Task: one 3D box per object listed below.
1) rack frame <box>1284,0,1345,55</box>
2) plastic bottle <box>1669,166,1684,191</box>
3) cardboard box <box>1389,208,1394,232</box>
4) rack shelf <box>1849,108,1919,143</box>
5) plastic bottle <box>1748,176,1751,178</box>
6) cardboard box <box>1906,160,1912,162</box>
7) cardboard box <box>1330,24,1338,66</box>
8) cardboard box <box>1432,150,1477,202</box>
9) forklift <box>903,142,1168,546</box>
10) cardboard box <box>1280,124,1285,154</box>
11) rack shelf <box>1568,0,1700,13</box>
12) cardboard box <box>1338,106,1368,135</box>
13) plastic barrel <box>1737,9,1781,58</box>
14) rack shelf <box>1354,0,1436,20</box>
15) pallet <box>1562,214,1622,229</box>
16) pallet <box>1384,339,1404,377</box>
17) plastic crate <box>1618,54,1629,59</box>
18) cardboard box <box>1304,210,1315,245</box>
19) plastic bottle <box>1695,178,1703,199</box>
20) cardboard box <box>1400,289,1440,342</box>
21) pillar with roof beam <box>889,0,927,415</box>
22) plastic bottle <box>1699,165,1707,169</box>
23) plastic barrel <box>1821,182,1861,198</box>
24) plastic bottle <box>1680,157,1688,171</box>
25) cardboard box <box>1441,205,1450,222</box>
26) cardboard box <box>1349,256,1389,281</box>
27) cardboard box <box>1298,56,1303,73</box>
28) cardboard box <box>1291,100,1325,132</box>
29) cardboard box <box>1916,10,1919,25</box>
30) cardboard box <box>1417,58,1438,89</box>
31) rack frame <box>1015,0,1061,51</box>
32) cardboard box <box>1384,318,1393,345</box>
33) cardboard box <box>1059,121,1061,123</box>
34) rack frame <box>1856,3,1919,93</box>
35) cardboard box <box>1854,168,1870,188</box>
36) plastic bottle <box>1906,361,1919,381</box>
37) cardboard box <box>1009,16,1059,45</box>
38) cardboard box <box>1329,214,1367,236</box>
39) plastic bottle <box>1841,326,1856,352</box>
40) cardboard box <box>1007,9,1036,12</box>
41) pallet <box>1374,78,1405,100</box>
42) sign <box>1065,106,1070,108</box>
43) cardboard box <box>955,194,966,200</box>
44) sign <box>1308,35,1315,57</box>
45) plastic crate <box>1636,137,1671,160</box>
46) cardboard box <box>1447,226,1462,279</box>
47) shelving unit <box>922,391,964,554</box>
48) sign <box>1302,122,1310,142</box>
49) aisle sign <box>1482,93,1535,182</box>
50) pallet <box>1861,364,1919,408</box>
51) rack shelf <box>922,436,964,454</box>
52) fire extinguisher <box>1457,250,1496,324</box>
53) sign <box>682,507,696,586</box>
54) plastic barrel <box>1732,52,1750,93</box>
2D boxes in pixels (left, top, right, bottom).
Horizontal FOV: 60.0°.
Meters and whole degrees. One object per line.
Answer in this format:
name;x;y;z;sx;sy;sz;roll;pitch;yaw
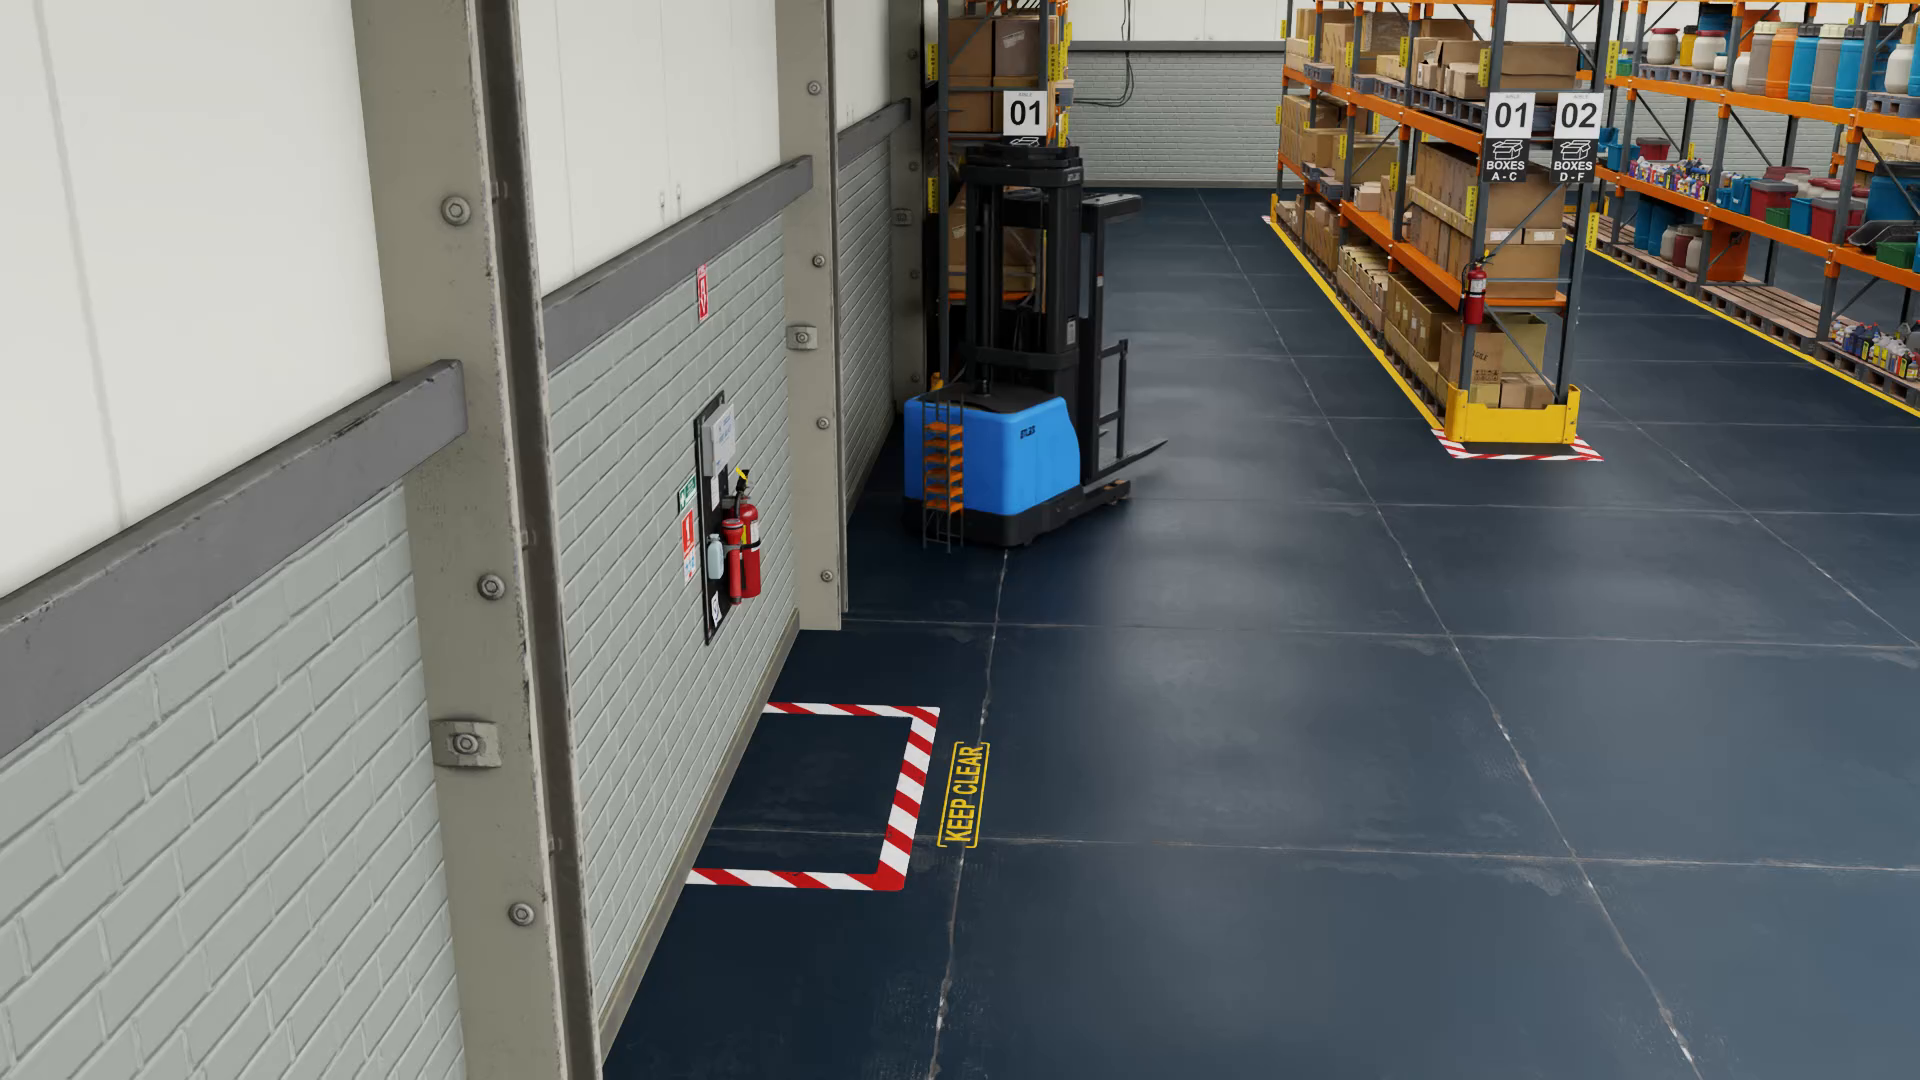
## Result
rack frame;6.391;-10.226;29.680;1.000;3.000;0.127;1;18;4
plastic bottle;10.497;-5.294;24.342;0.144;0.351;0.185;1;18;4
cardboard box;5.411;-3.862;20.107;0.396;0.266;0.258;1;18;3
rack shelf;10.328;-3.999;16.648;1.077;0.370;4.000;1;18;4
plastic bottle;11.200;-5.035;23.659;0.061;0.283;0.133;1;18;4
cardboard box;15.736;-6.133;27.226;0.380;0.149;0.250;2;18;5
cardboard box;5.970;-7.490;25.152;0.600;0.600;0.600;1;18;3
cardboard box;5.434;-3.862;17.648;0.700;0.500;0.500;1;18;4
forklift;0.773;-1.748;13.551;1.130;2.935;3.031;11;21;31
cardboard box;6.097;-7.291;30.196;0.500;0.500;0.500;2;18;5
rack shelf;11.188;-8.961;27.618;1.077;0.370;4.000;1;18;4
cardboard box;6.419;-6.796;27.079;0.500;0.500;0.500;2;18;5
plastic barrel;10.802;-6.784;22.629;0.600;0.830;0.708;1;18;4
rack shelf;5.674;-6.588;20.376;1.077;0.370;4.000;1;18;4
pallet;11.234;-5.683;29.928;1.003;0.211;1.213;1;18;4
pallet;5.432;-2.077;18.923;1.003;0.211;1.213;1;18;4
plastic crate;10.865;-7.951;27.745;0.437;0.282;0.530;1;18;4
cardboard box;5.827;-5.009;26.702;0.500;0.500;0.500;0;18;1
plastic bottle;10.378;-4.930;23.340;0.061;0.283;0.133;1;18;4
cardboard box;5.114;-2.450;18.120;0.500;0.500;0.500;1;18;4
pillar with roof beam;3.784;-5.507;15.278;9.100;9.000;0.400;1;18;4
plastic bottle;11.277;-5.563;25.281;0.152;0.276;0.135;1;18;4
plastic barrel;10.811;-4.121;20.465;0.433;0.535;0.433;0;18;0
plastic bottle;11.162;-5.708;25.606;0.144;0.351;0.185;1;18;4
cardboard box;5.191;-3.367;17.178;0.380;0.149;0.250;1;18;3
cardboard box;5.419;-3.572;21.849;0.500;0.311;0.500;1;18;2
cardboard box;5.948;-7.955;27.806;0.500;0.250;0.500;1;18;4
cardboard box;5.990;-7.290;28.589;0.500;0.500;0.500;1;18;3
cardboard box;16.117;-8.602;27.341;0.500;0.250;0.500;1;18;2
cardboard box;5.193;-4.979;17.728;0.500;0.311;0.500;0;18;1
rack frame;0.877;-7.851;22.431;1.000;3.000;0.127;1;18;4
cardboard box;5.195;-2.404;19.184;0.500;0.250;0.500;1;18;4
cardboard box;1.266;-6.171;25.064;0.500;0.250;0.500;1;18;3
rack frame;10.471;-6.388;17.965;1.000;3.000;0.127;1;18;4
cardboard box;16.306;-6.142;29.589;0.875;0.875;0.875;1;18;4
plastic bottle;9.879;-1.754;17.246;0.097;0.201;0.097;0;18;0
cardboard box;0.795;-5.382;17.916;0.500;0.500;0.500;2;18;7
cardboard box;5.651;-4.582;24.191;0.500;0.250;0.500;2;18;6
plastic bottle;10.015;-2.261;18.674;0.152;0.276;0.135;2;18;6
cardboard box;0.981;-8.422;27.193;0.500;0.500;0.500;1;18;3
pallet;5.781;-5.666;20.884;1.003;0.211;1.213;2;18;6
sign;1.990;-8.131;30.681;0.100;0.325;0.005;1;18;4
cardboard box;0.204;-3.278;17.114;0.500;0.500;0.500;1;18;2
sign;5.563;-7.814;26.305;0.100;0.325;0.005;1;18;4
plastic crate;11.359;-6.352;27.292;0.402;0.464;0.583;1;18;4
cardboard box;5.365;-2.916;16.843;0.700;0.500;0.500;1;18;4
shelving unit;-0.130;-0.509;12.548;0.258;1.200;0.189;11;21;31
sign;5.563;-6.554;26.718;0.100;0.325;0.005;1;18;4
aisle sign;4.947;-3.628;15.002;0.394;0.787;0.004;1;18;4
pallet;10.297;-1.624;17.540;1.003;0.211;1.213;1;18;4
rack shelf;-0.130;-0.694;12.487;0.258;0.103;0.180;11;21;31
fire extinguisher;4.773;-2.343;15.380;0.296;0.674;0.183;1;18;4
sign;-1.297;0.030;7.956;0.001;0.329;0.234;1;18;4
plastic barrel;10.430;-6.168;21.932;0.421;0.512;0.421;0;18;0
